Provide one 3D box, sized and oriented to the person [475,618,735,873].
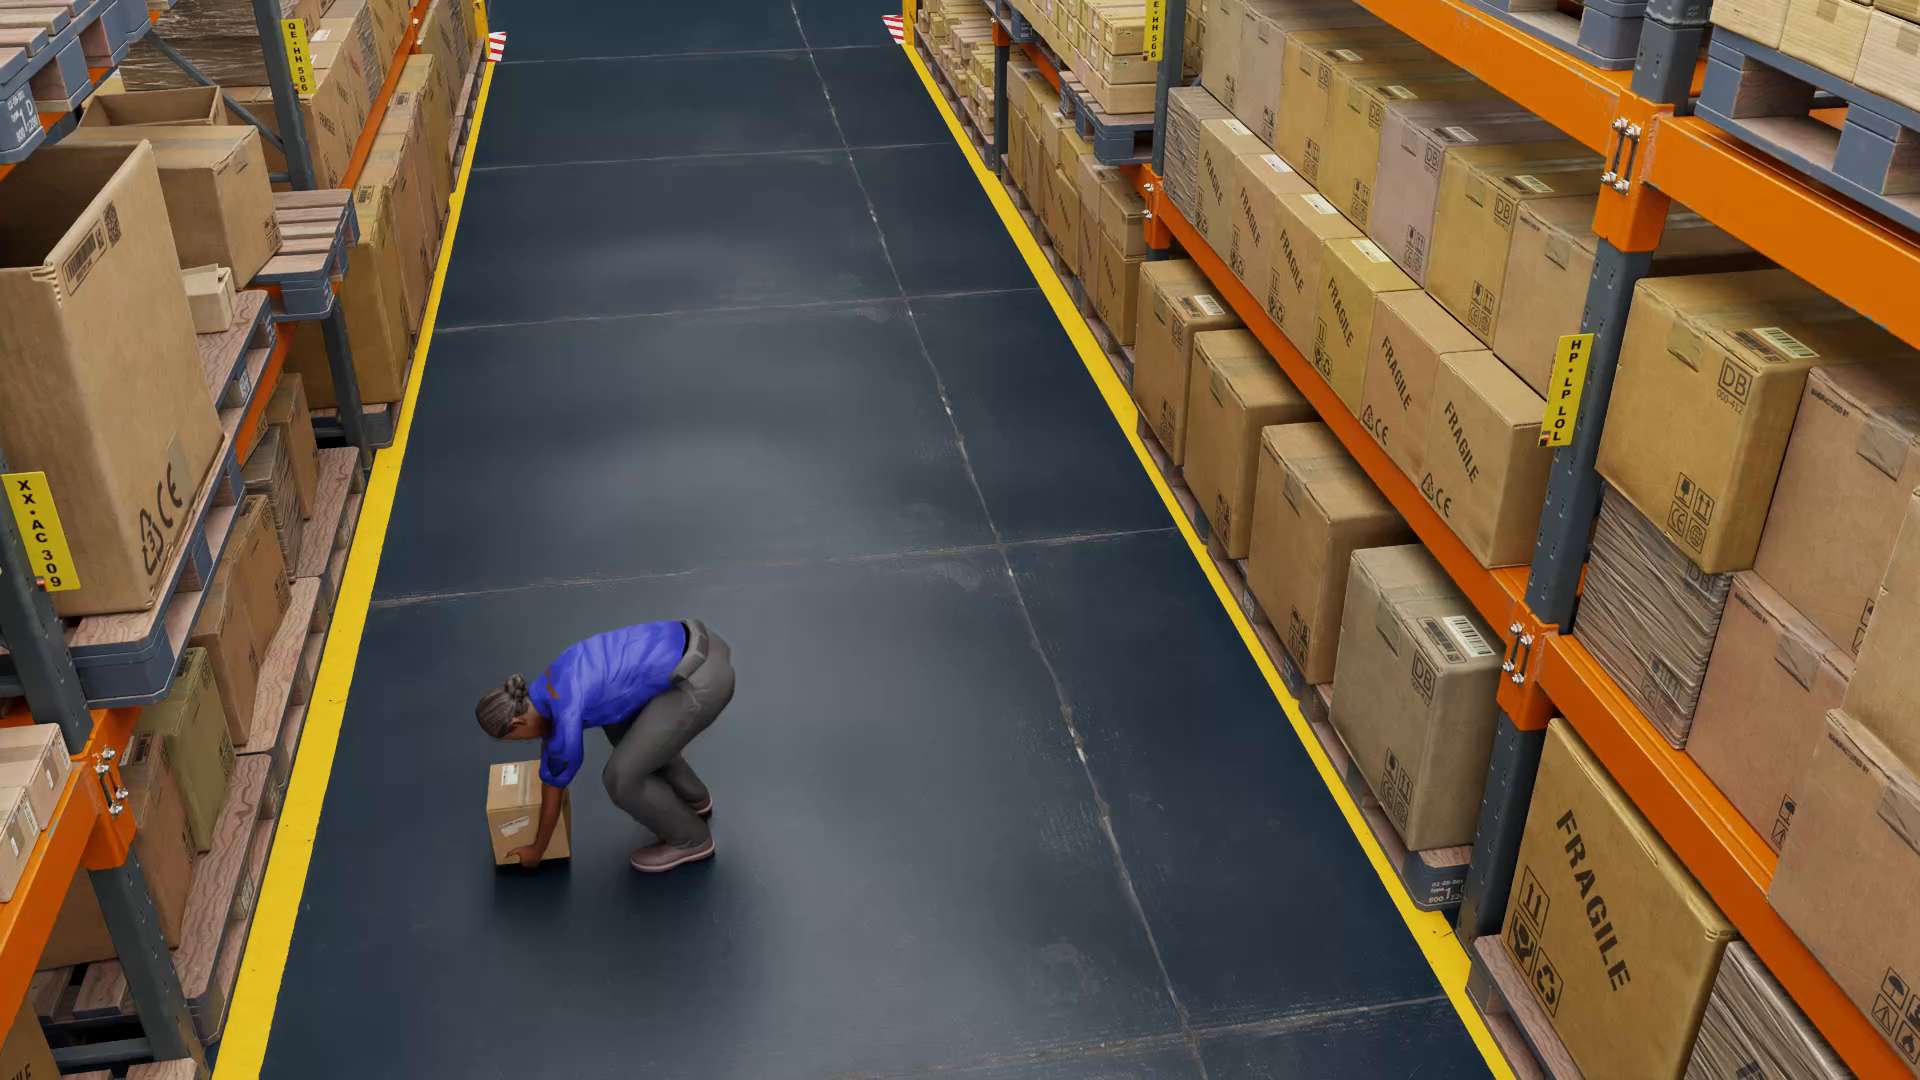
[{"bbox_3d":[-1.190,0.712,5.722,0.866,0.864,0.465,-7,32,-11],"label":"person"}]
